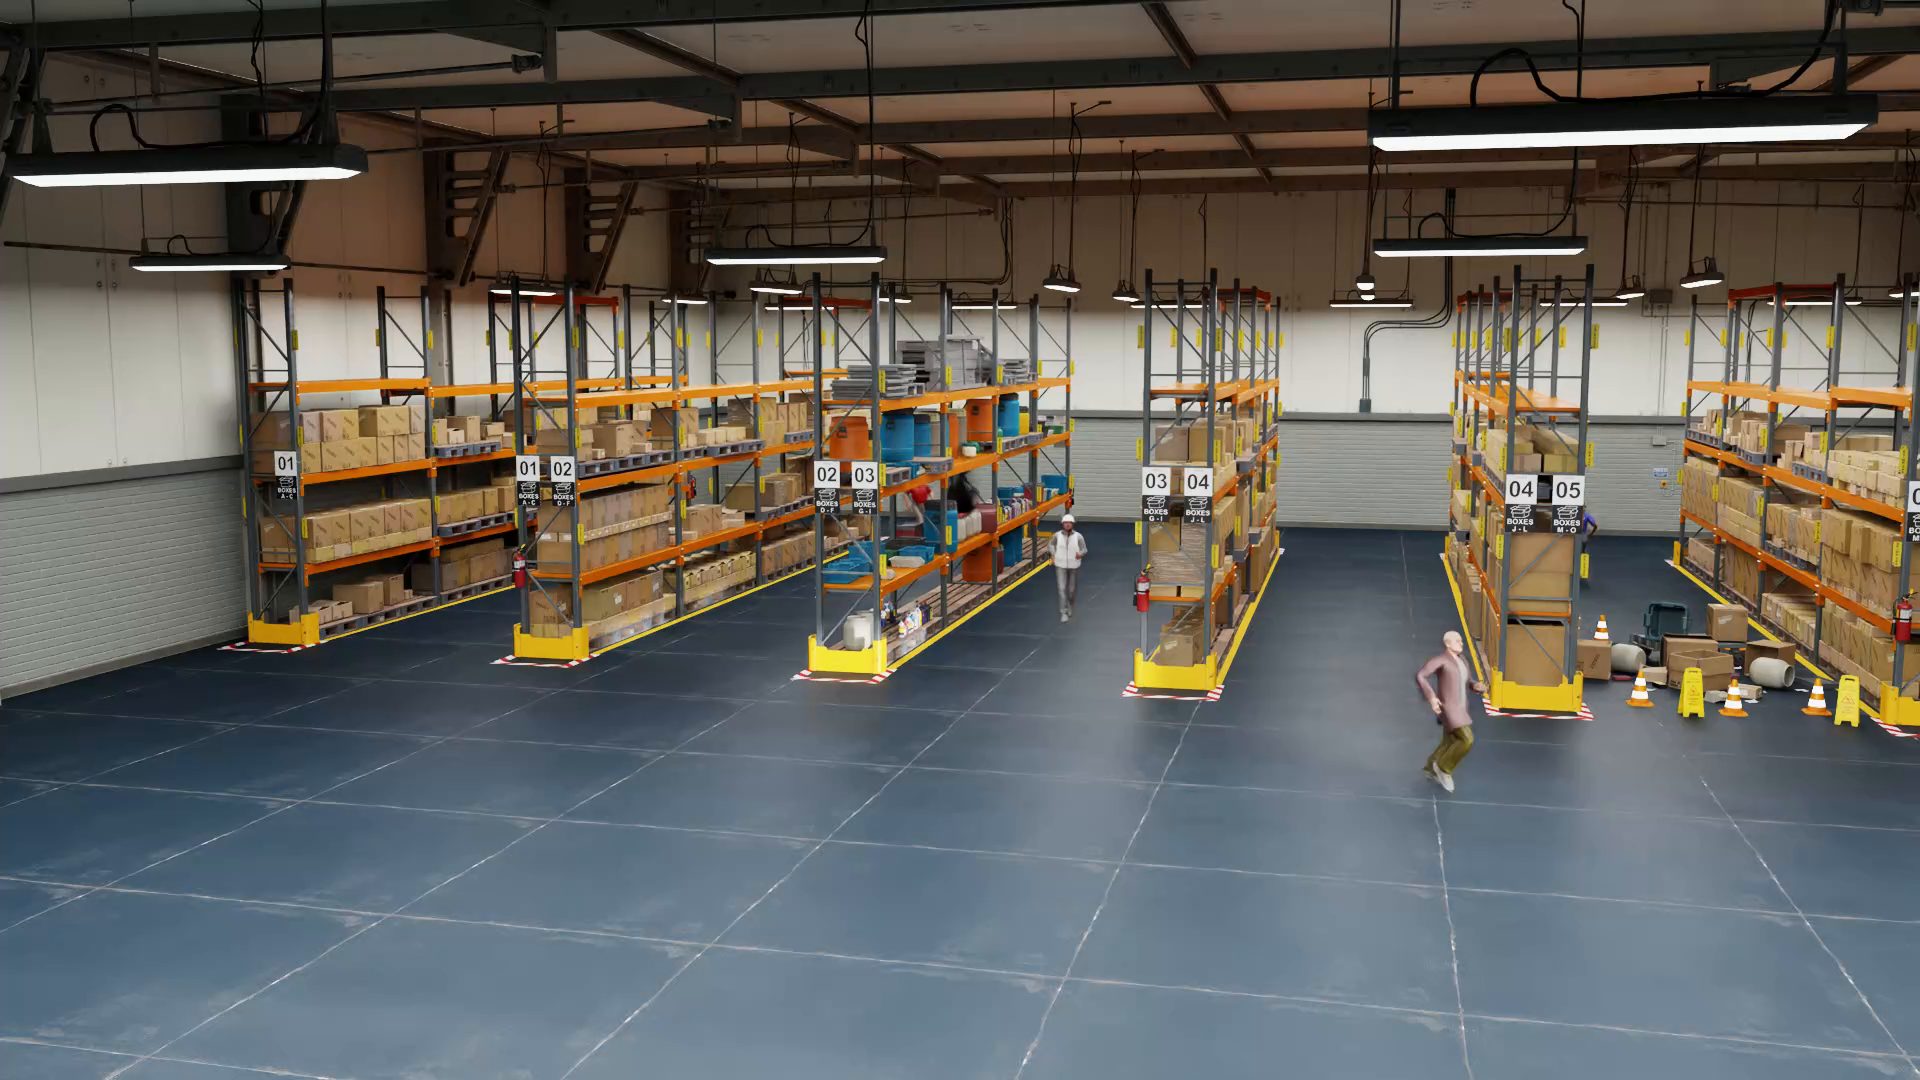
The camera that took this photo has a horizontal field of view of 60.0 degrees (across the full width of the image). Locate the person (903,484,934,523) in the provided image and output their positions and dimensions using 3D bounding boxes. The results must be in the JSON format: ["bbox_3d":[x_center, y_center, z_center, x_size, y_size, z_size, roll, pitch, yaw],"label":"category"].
[{"bbox_3d":[-1.001,-0.810,41.556,0.792,1.679,0.575,-3,8,-26],"label":"person"}]

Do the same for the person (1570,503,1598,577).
[{"bbox_3d":[12.928,0.018,34.701,0.581,1.622,0.913,0,7,0],"label":"person"}]

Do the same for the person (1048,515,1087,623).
[{"bbox_3d":[1.821,0.460,28.146,0.663,1.787,0.866,0,7,4],"label":"person"}]

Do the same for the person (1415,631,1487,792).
[{"bbox_3d":[5.508,1.911,18.553,0.761,1.790,0.684,7,9,44],"label":"person"}]
